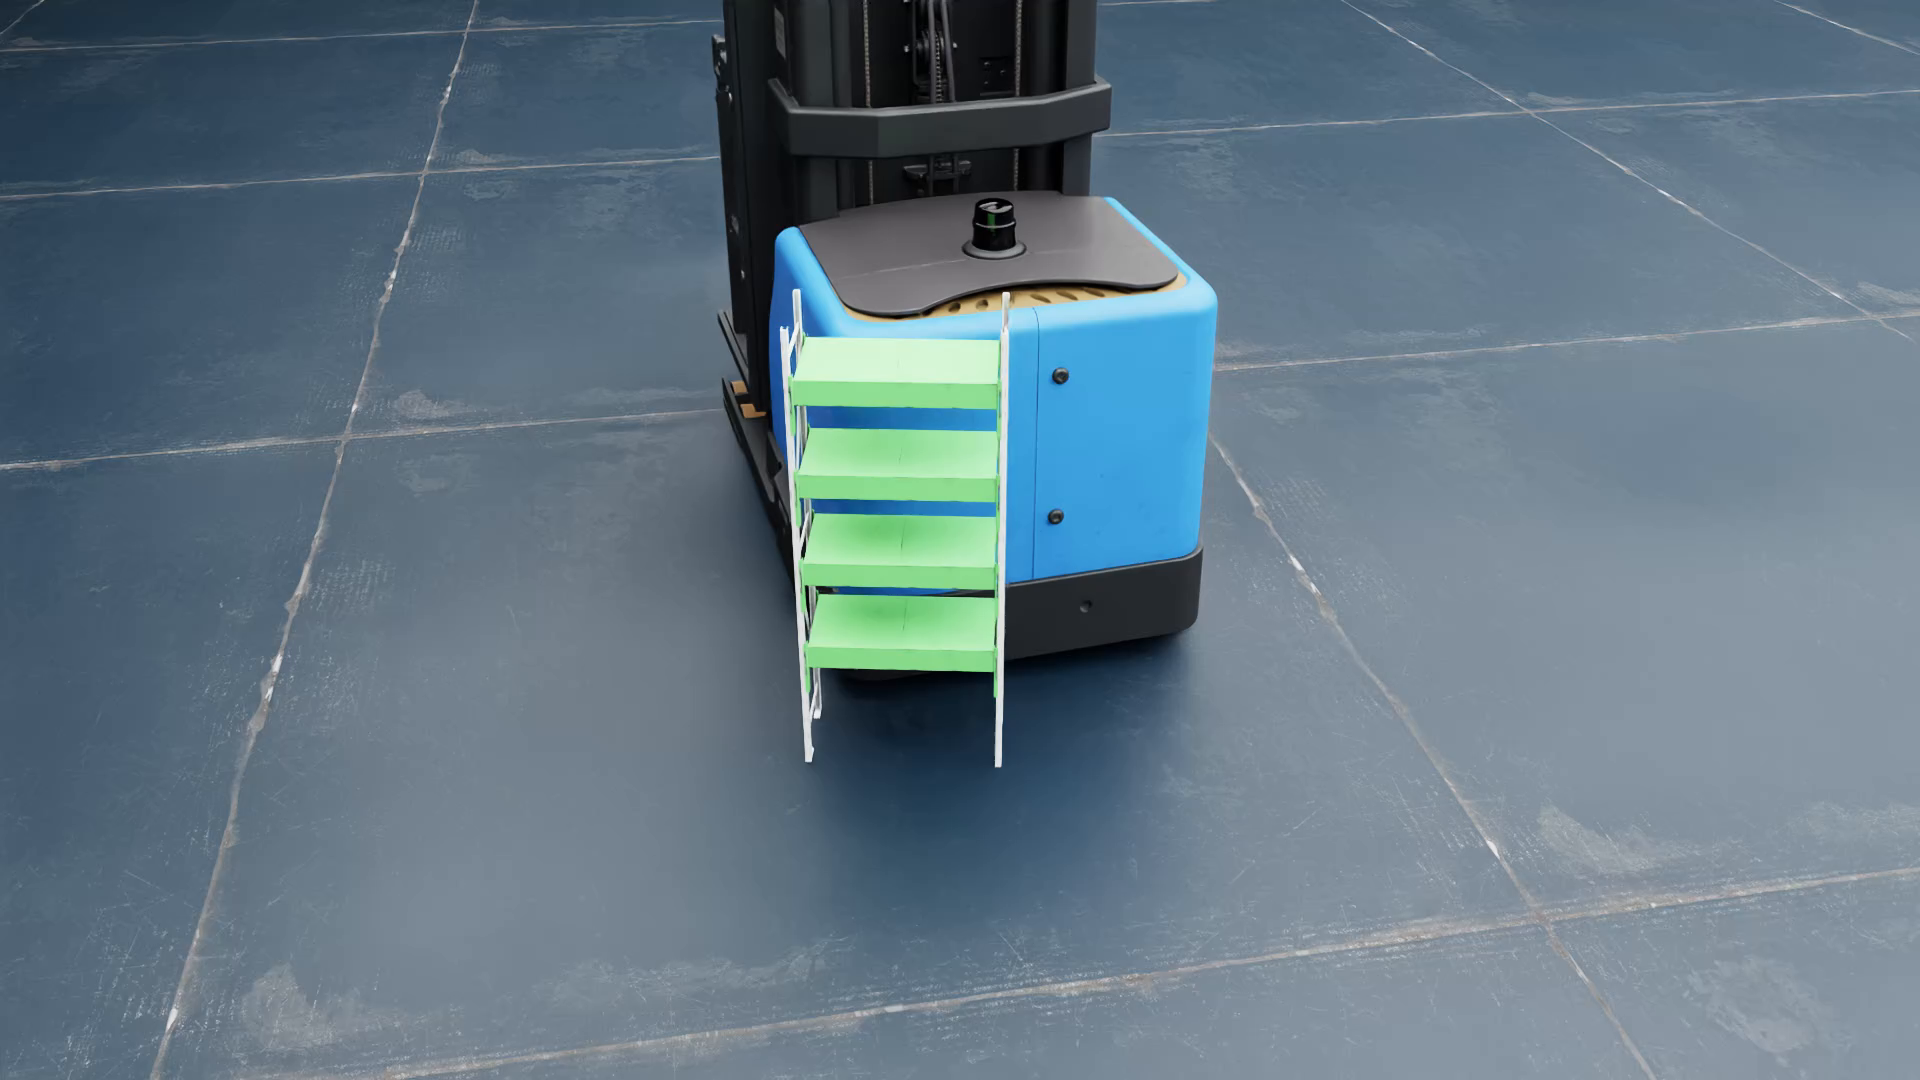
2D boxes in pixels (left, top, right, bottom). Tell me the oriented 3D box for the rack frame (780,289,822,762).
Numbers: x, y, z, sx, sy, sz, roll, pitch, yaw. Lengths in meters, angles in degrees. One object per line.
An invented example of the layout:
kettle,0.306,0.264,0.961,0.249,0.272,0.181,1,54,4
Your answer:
rack frame,-0.385,-0.006,4.077,0.015,1.200,0.240,1,30,2

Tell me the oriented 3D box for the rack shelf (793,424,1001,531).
rack shelf,-0.141,-0.153,3.979,0.480,0.148,0.258,1,30,2

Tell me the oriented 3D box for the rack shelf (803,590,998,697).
rack shelf,-0.141,0.261,4.222,0.480,0.148,0.258,1,30,2

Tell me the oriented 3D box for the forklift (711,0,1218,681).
forklift,-0.217,-1.620,5.113,1.130,2.935,3.031,-8,31,-14

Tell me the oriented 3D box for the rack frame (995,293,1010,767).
rack frame,0.103,0.004,4.059,0.015,1.200,0.240,1,30,2

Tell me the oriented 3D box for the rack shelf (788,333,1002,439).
rack shelf,-0.141,-0.360,3.857,0.480,0.148,0.258,1,30,2

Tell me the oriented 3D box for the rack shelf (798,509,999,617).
rack shelf,-0.141,0.054,4.100,0.480,0.148,0.258,1,30,2

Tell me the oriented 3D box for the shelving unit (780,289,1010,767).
shelving unit,-0.141,-0.001,4.068,0.503,1.200,0.258,1,30,2
